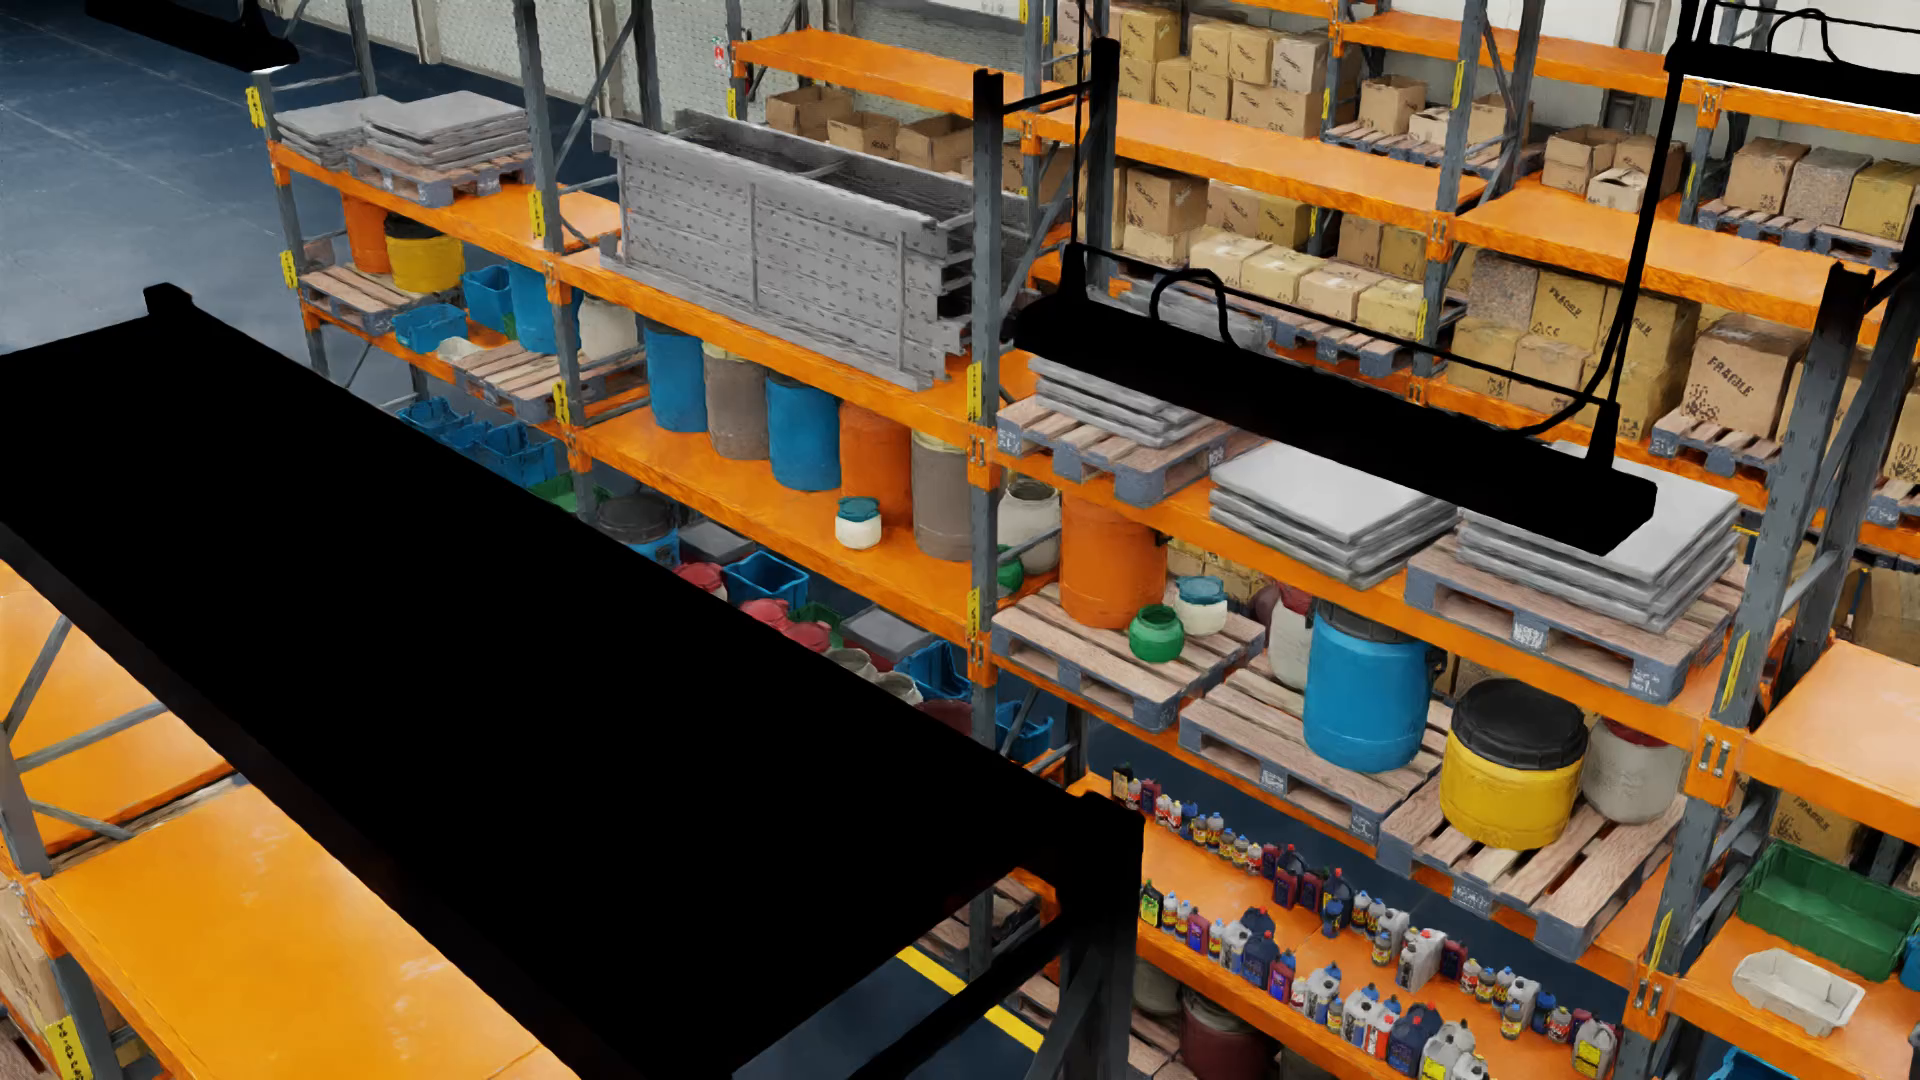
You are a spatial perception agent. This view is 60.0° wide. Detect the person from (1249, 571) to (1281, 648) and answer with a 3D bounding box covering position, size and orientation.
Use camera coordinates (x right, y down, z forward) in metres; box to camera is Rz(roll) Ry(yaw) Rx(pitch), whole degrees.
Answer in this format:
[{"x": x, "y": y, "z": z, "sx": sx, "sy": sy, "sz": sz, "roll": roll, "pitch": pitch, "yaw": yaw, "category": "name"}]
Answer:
[{"x": 2.385, "y": 0.858, "z": 12.946, "sx": 1.197, "sy": 1.699, "sz": 0.600, "roll": 23, "pitch": 37, "yaw": 35, "category": "person"}]
